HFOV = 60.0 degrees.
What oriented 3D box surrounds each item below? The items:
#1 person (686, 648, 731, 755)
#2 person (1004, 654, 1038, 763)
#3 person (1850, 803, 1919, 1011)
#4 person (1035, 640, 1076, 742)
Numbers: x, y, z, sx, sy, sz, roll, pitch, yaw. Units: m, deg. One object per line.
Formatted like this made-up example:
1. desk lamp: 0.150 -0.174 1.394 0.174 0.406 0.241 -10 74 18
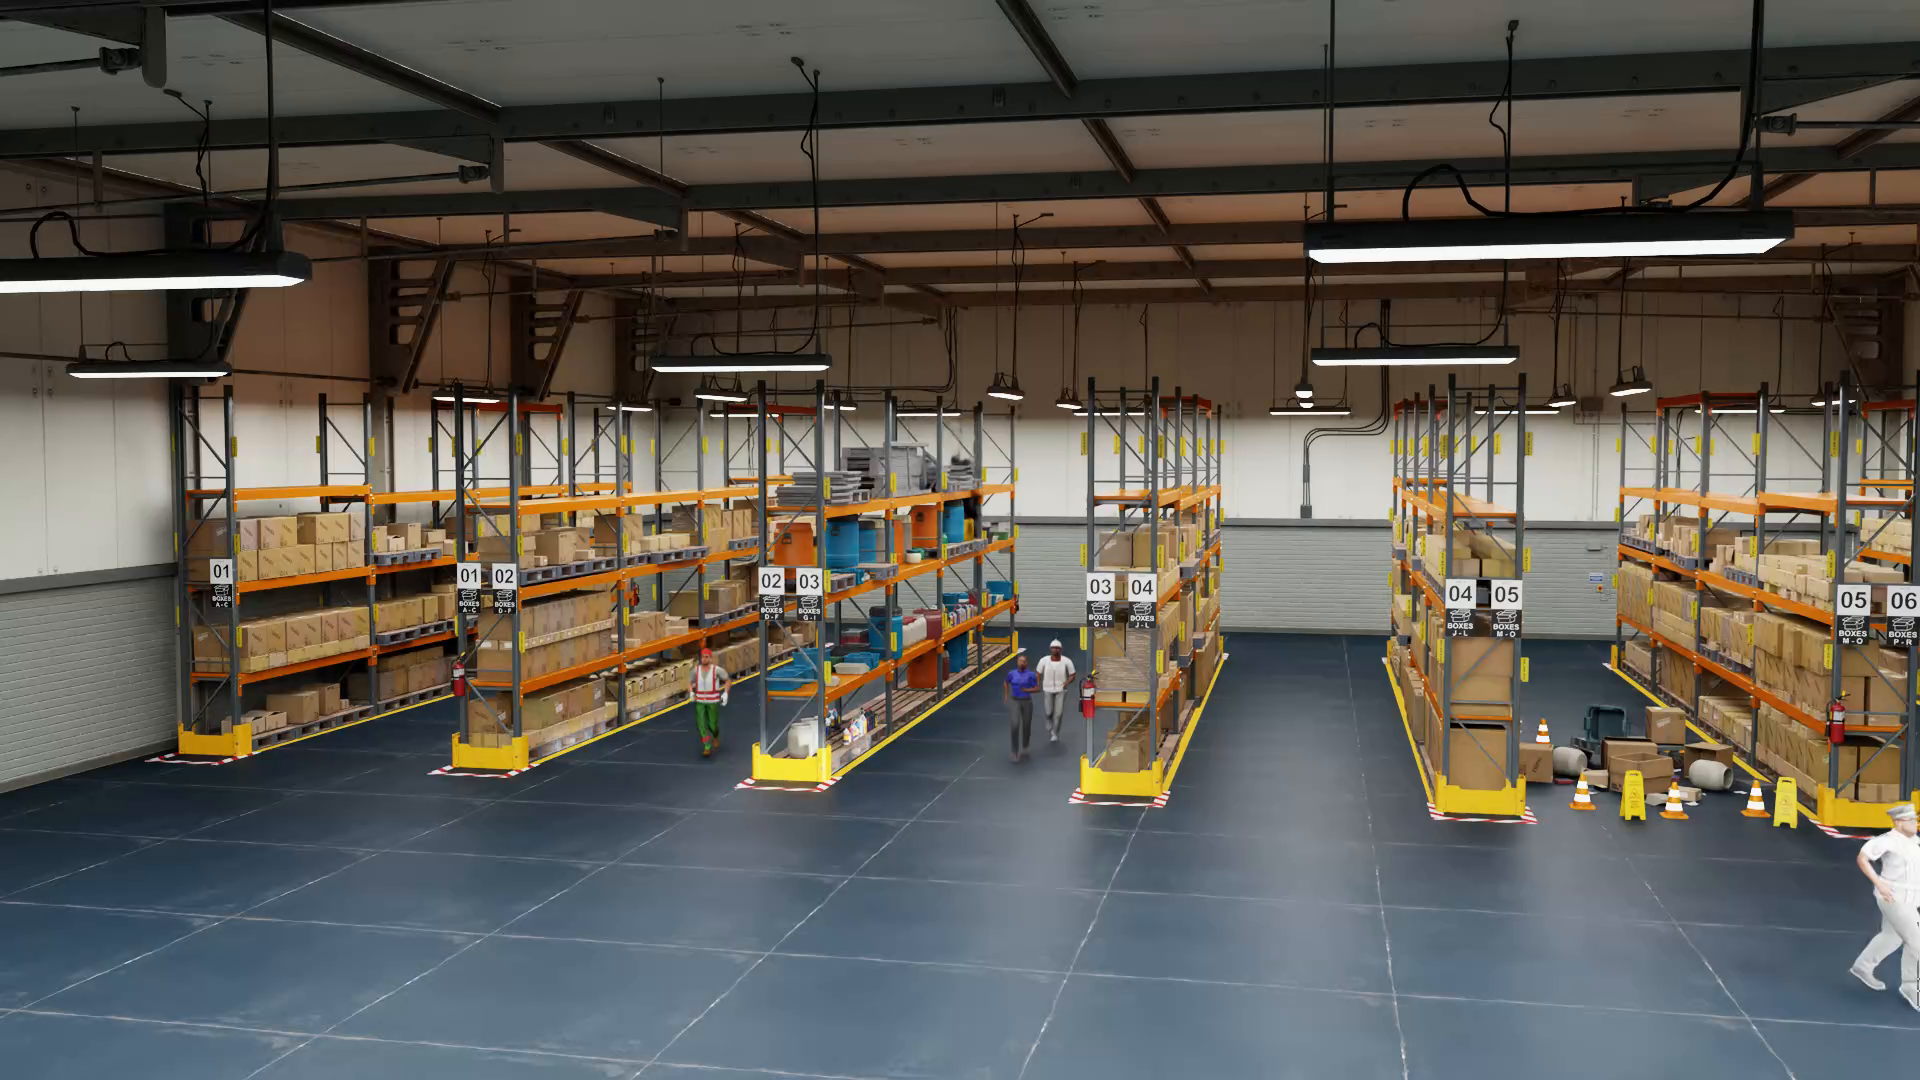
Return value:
1. person: -4.096 2.622 26.909 0.686 1.742 0.624 0 3 3
2. person: 0.980 2.696 26.636 0.549 1.705 0.751 0 3 2
3. person: 8.482 3.285 15.030 0.642 1.854 0.813 -3 4 -42
4. person: 1.623 2.560 28.300 0.701 1.716 0.587 0 3 7
